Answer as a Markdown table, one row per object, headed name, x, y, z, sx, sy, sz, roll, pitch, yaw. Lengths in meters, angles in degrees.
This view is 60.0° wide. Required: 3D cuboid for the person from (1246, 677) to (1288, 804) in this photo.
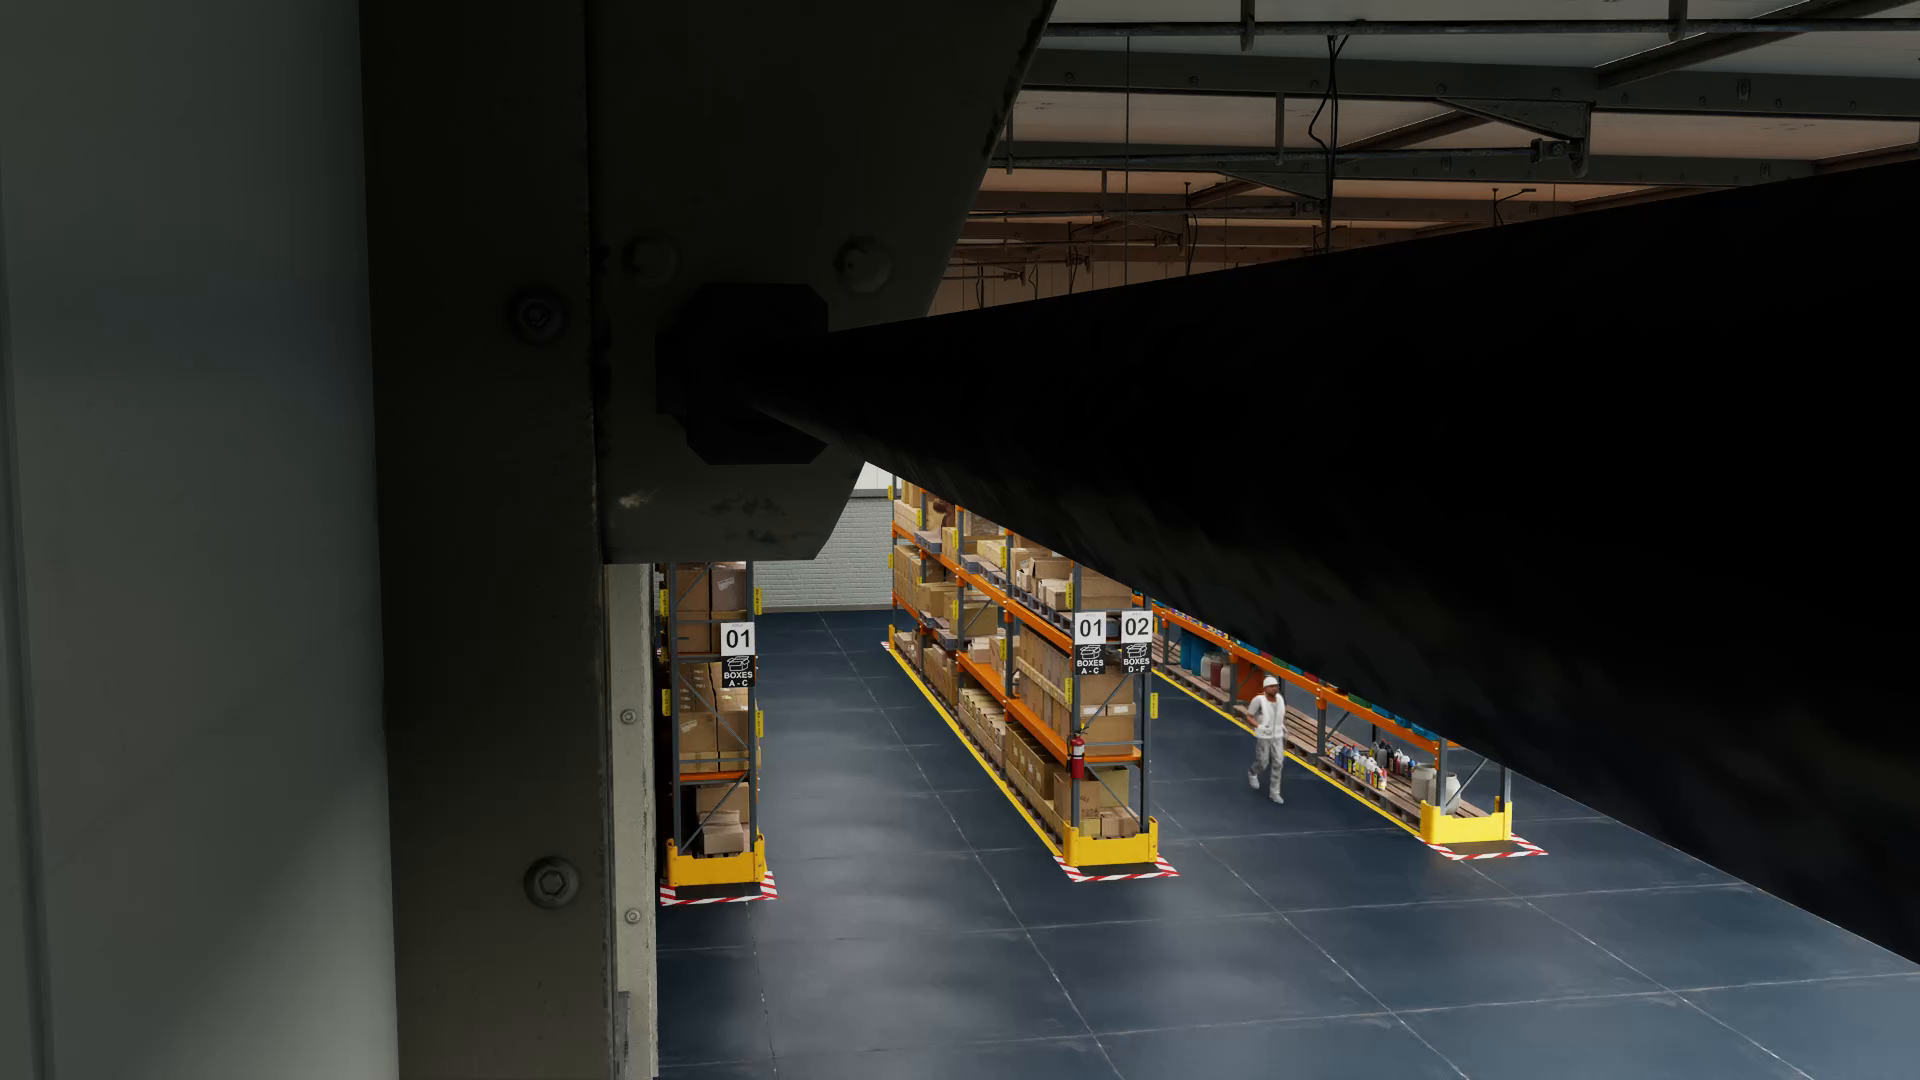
| name | x | y | z | sx | sy | sz | roll | pitch | yaw |
| --- | --- | --- | --- | --- | --- | --- | --- | --- | --- |
| person | 4.449 | 2.854 | 24.077 | 0.682 | 1.777 | 0.885 | -2 | 6 | -16 |
